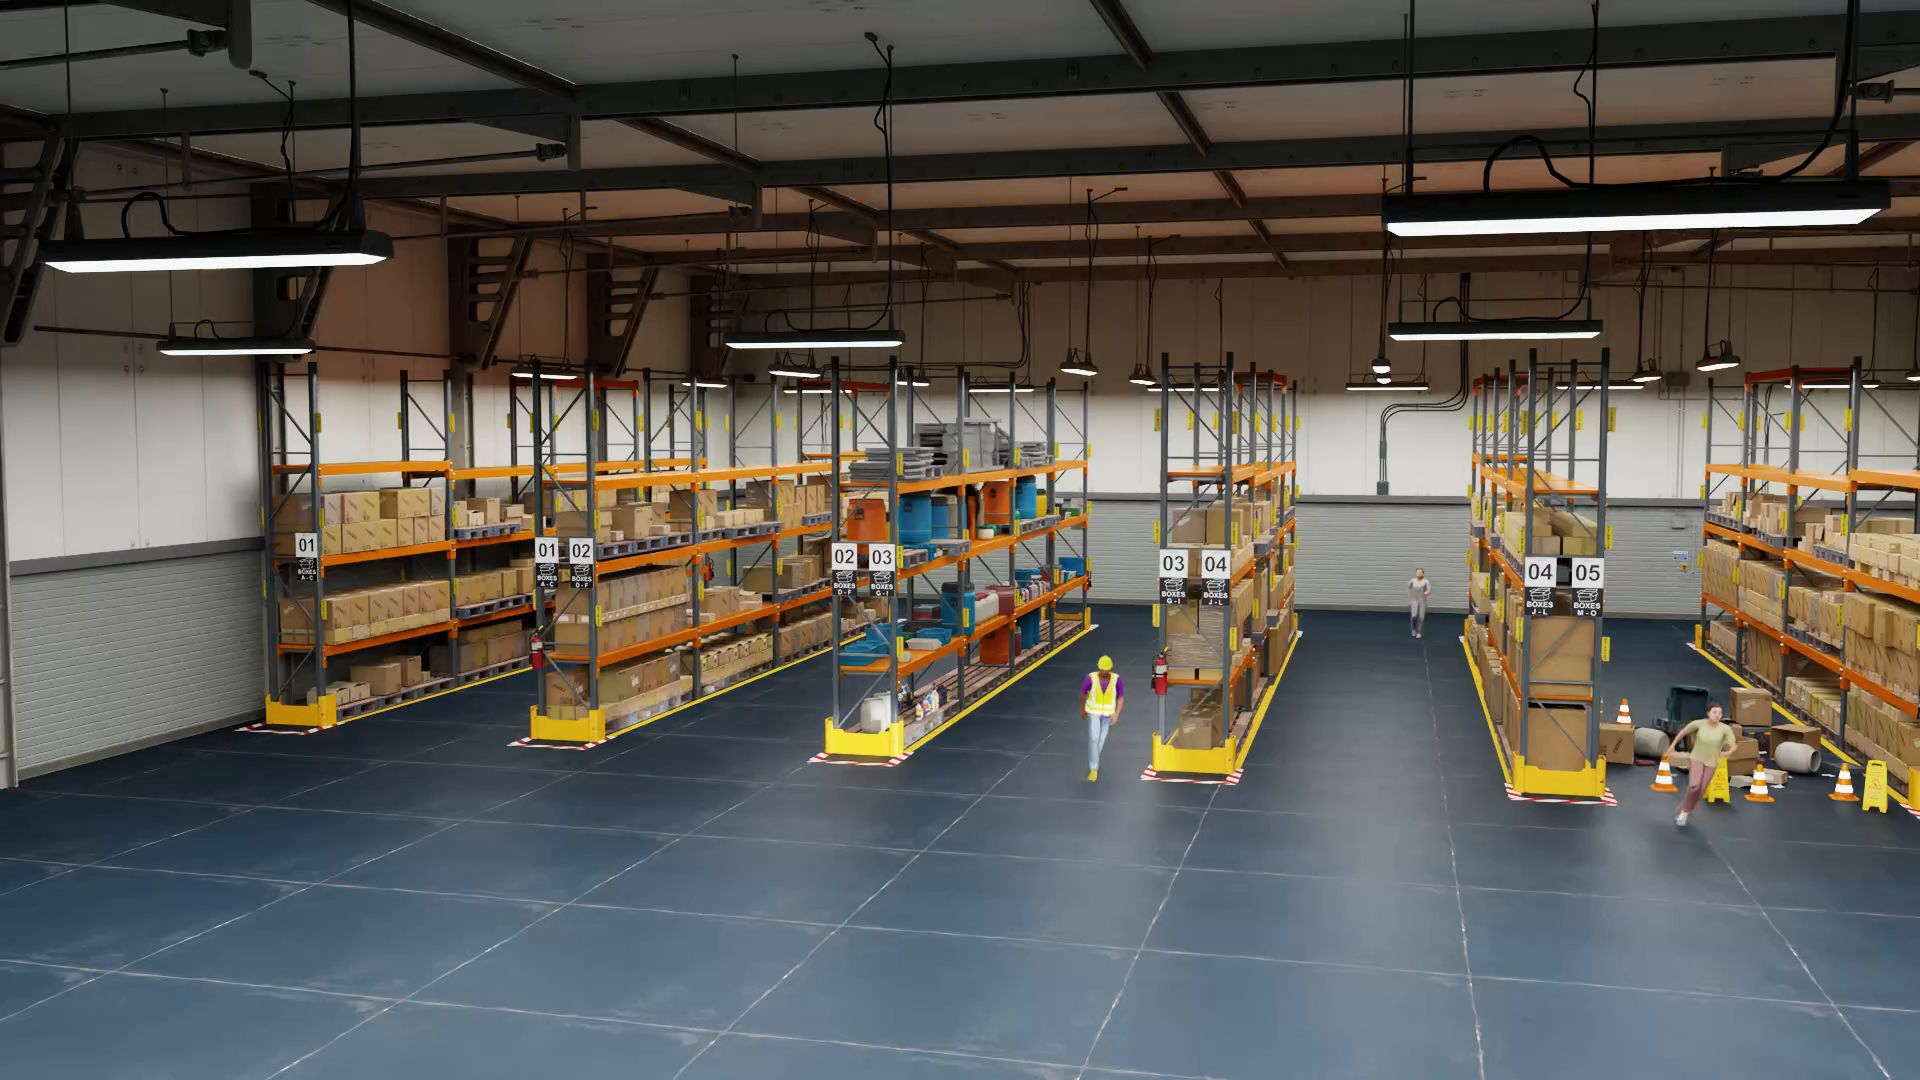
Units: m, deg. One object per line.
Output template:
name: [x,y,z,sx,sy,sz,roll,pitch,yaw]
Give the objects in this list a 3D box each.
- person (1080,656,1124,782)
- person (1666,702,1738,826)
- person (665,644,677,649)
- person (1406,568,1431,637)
person: [1.995,2.486,23.667,0.628,1.740,0.945,-1,4,-13]
person: [9.204,2.779,20.575,0.734,1.581,0.651,1,4,8]
person: [-6.464,1.527,37.015,0.645,1.815,0.730,0,4,0]
person: [10.622,1.457,38.546,0.541,1.633,0.622,1,4,14]
